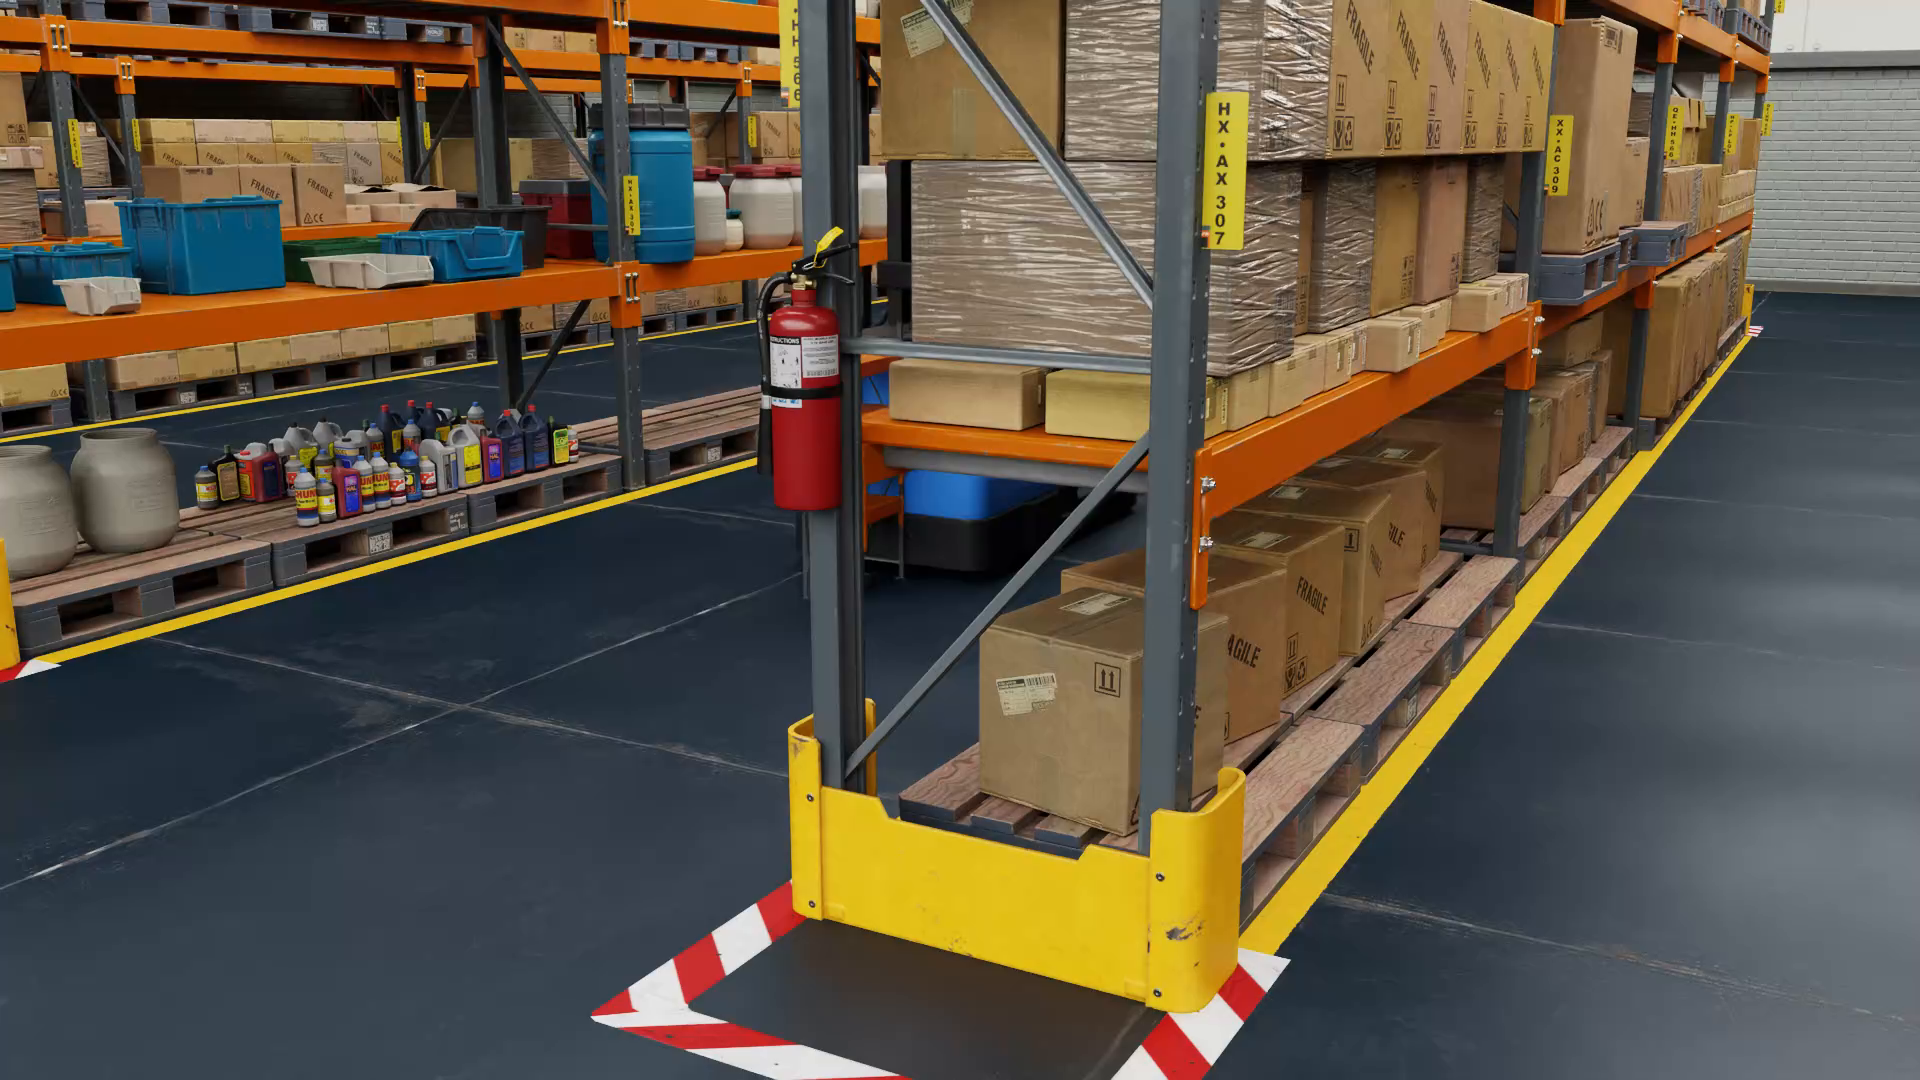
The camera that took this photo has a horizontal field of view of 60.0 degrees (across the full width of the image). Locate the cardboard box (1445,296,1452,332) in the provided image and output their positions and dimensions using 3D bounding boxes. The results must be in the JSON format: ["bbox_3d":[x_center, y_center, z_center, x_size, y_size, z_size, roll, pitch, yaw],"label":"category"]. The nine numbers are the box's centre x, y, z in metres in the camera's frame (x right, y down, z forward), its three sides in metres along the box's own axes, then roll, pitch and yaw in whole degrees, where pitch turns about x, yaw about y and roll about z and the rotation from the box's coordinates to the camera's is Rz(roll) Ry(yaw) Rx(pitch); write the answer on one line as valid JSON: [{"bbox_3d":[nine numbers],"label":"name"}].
[{"bbox_3d":[1.610,-0.850,6.197,0.380,0.149,0.250,7,15,28],"label":"cardboard box"}]

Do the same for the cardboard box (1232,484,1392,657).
[{"bbox_3d":[1.289,0.098,6.163,0.500,0.500,0.500,6,15,23],"label":"cardboard box"}]

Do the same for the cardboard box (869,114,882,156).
[{"bbox_3d":[-1.315,-5.032,20.658,0.500,0.500,0.500,8,16,30],"label":"cardboard box"}]

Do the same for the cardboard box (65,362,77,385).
[{"bbox_3d":[-6.705,-1.353,12.718,0.500,0.250,0.500,7,15,27],"label":"cardboard box"}]

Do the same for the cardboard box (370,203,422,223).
[{"bbox_3d":[-4.911,-2.851,14.494,0.380,0.149,0.250,7,15,28],"label":"cardboard box"}]

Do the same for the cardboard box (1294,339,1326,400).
[{"bbox_3d":[0.806,-0.486,4.685,0.380,0.149,0.250,7,15,28],"label":"cardboard box"}]

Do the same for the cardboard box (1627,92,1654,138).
[{"bbox_3d":[4.320,-2.750,11.187,0.797,0.503,0.637,8,16,30],"label":"cardboard box"}]

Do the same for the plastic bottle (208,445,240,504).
[{"bbox_3d":[-3.706,-0.331,8.365,0.061,0.283,0.133,8,16,29],"label":"plastic bottle"}]

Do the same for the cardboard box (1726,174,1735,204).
[{"bbox_3d":[6.587,-3.126,14.786,0.500,0.250,0.500,7,15,28],"label":"cardboard box"}]

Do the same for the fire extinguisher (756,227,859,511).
[{"bbox_3d":[-0.374,-0.415,4.022,0.296,0.674,0.183,7,15,28],"label":"fire extinguisher"}]

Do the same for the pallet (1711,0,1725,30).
[{"bbox_3d":[5.486,-4.058,12.973,0.805,0.209,1.217,7,15,26],"label":"pallet"}]

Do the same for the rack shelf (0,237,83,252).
[{"bbox_3d":[-7.618,-1.608,10.338,1.077,0.370,4.000,7,15,28],"label":"rack shelf"}]

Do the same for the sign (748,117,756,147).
[{"bbox_3d":[-2.296,-4.510,18.371,0.100,0.325,0.005,7,15,28],"label":"sign"}]

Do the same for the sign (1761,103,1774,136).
[{"bbox_3d":[8.288,-4.321,17.079,0.100,0.325,0.005,7,15,28],"label":"sign"}]

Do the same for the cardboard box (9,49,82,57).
[{"bbox_3d":[-9.168,-4.996,16.602,0.500,0.311,0.500,7,15,28],"label":"cardboard box"}]

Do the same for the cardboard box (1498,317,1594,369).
[{"bbox_3d":[3.407,-1.178,9.815,0.500,0.250,0.500,9,16,34],"label":"cardboard box"}]

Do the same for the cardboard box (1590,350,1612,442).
[{"bbox_3d":[3.646,-0.925,10.363,0.700,0.500,0.500,6,15,25],"label":"cardboard box"}]

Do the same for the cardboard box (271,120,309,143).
[{"bbox_3d":[-7.872,-4.699,19.136,0.500,0.250,0.500,7,15,27],"label":"cardboard box"}]

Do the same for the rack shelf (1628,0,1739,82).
[{"bbox_3d":[4.919,-3.584,12.136,1.077,0.370,4.000,7,15,28],"label":"rack shelf"}]

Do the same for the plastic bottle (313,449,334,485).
[{"bbox_3d":[-3.330,-0.372,8.709,0.097,0.201,0.097,0,14,0],"label":"plastic bottle"}]

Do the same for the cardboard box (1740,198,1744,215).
[{"bbox_3d":[7.319,-3.211,15.990,0.380,0.149,0.250,7,15,28],"label":"cardboard box"}]

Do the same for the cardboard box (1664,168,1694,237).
[{"bbox_3d":[4.917,-2.395,11.853,0.500,0.500,0.500,7,15,27],"label":"cardboard box"}]

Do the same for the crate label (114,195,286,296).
[{"bbox_3d":[-3.598,-1.411,7.910,0.502,0.435,0.616,7,15,28],"label":"crate label"}]

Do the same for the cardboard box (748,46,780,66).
[{"bbox_3d":[-2.332,-5.466,18.728,0.500,0.250,0.500,7,15,28],"label":"cardboard box"}]

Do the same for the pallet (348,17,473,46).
[{"bbox_3d":[-4.967,-4.406,14.411,1.213,0.211,1.003,8,16,31],"label":"pallet"}]

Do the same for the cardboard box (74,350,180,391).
[{"bbox_3d":[-6.239,-1.290,12.456,0.500,0.250,0.500,7,15,27],"label":"cardboard box"}]

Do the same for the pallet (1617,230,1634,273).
[{"bbox_3d":[3.031,-1.562,9.020,1.003,0.211,1.213,7,15,28],"label":"pallet"}]

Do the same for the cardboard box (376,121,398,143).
[{"bbox_3d":[-7.124,-5.013,20.435,0.500,0.250,0.500,8,16,29],"label":"cardboard box"}]

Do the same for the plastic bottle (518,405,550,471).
[{"bbox_3d":[-2.376,-0.567,9.201,0.144,0.351,0.185,7,15,27],"label":"plastic bottle"}]

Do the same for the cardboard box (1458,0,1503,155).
[{"bbox_3d":[1.559,-1.596,5.770,0.500,0.500,0.500,7,15,28],"label":"cardboard box"}]

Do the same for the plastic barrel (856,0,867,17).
[{"bbox_3d":[-0.794,-3.730,11.502,0.301,0.262,0.301,0,14,0],"label":"plastic barrel"}]

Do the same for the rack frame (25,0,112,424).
[{"bbox_3d":[-6.651,-2.368,11.956,1.000,3.000,0.127,7,15,28],"label":"rack frame"}]

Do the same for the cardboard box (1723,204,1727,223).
[{"bbox_3d":[6.447,-2.841,14.454,0.380,0.149,0.250,7,15,26],"label":"cardboard box"}]

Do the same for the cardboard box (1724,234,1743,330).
[{"bbox_3d":[7.140,-2.551,16.353,0.875,0.875,0.875,7,15,28],"label":"cardboard box"}]

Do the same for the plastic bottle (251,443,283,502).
[{"bbox_3d":[-3.507,-0.342,8.409,0.061,0.283,0.133,7,15,28],"label":"plastic bottle"}]

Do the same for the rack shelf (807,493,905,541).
[{"bbox_3d":[-0.478,-0.100,7.523,0.258,0.148,0.480,7,15,26],"label":"rack shelf"}]

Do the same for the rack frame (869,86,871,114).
[{"bbox_3d":[-0.850,-4.830,22.168,1.000,3.000,0.127,7,15,28],"label":"rack frame"}]

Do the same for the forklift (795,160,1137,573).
[{"bbox_3d":[0.322,-1.573,8.804,1.130,2.935,3.031,7,15,26],"label":"forklift"}]

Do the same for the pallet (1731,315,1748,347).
[{"bbox_3d":[7.502,-2.178,17.119,1.003,0.211,1.213,7,15,28],"label":"pallet"}]

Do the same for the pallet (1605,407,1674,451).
[{"bbox_3d":[4.399,-0.863,11.664,1.003,0.211,1.213,7,15,28],"label":"pallet"}]

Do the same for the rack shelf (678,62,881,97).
[{"bbox_3d":[-1.817,-5.528,20.199,1.077,0.370,4.000,7,15,28],"label":"rack shelf"}]

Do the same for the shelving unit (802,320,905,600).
[{"bbox_3d":[-0.478,-0.359,7.461,0.258,1.200,0.503,7,15,26],"label":"shelving unit"}]

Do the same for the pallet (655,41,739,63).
[{"bbox_3d":[-3.161,-5.250,17.913,1.213,0.211,1.003,7,15,28],"label":"pallet"}]

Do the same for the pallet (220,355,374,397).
[{"bbox_3d":[-5.741,-1.419,13.970,1.003,0.211,1.213,7,15,28],"label":"pallet"}]

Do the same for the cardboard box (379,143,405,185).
[{"bbox_3d":[-7.125,-4.650,20.529,0.500,0.500,0.500,7,15,27],"label":"cardboard box"}]

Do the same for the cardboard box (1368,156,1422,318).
[{"bbox_3d":[1.043,-1.042,5.609,0.875,0.500,0.500,7,15,28],"label":"cardboard box"}]

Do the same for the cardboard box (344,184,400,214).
[{"bbox_3d":[-5.320,-2.984,14.701,0.500,0.311,0.500,7,15,27],"label":"cardboard box"}]

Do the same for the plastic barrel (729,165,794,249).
[{"bbox_3d":[-1.308,-2.194,10.945,0.433,0.535,0.433,0,14,0],"label":"plastic barrel"}]

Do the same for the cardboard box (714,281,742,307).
[{"bbox_3d":[-2.772,-2.874,18.451,0.500,0.500,0.500,7,15,28],"label":"cardboard box"}]

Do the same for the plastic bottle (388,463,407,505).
[{"bbox_3d":[-2.840,-0.287,8.355,0.097,0.201,0.097,0,14,0],"label":"plastic bottle"}]

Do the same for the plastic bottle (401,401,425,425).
[{"bbox_3d":[-3.071,-0.614,9.392,0.144,0.351,0.185,8,16,30],"label":"plastic bottle"}]

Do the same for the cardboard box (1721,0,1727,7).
[{"bbox_3d":[6.476,-4.923,14.831,0.700,0.500,0.500,8,16,31],"label":"cardboard box"}]
